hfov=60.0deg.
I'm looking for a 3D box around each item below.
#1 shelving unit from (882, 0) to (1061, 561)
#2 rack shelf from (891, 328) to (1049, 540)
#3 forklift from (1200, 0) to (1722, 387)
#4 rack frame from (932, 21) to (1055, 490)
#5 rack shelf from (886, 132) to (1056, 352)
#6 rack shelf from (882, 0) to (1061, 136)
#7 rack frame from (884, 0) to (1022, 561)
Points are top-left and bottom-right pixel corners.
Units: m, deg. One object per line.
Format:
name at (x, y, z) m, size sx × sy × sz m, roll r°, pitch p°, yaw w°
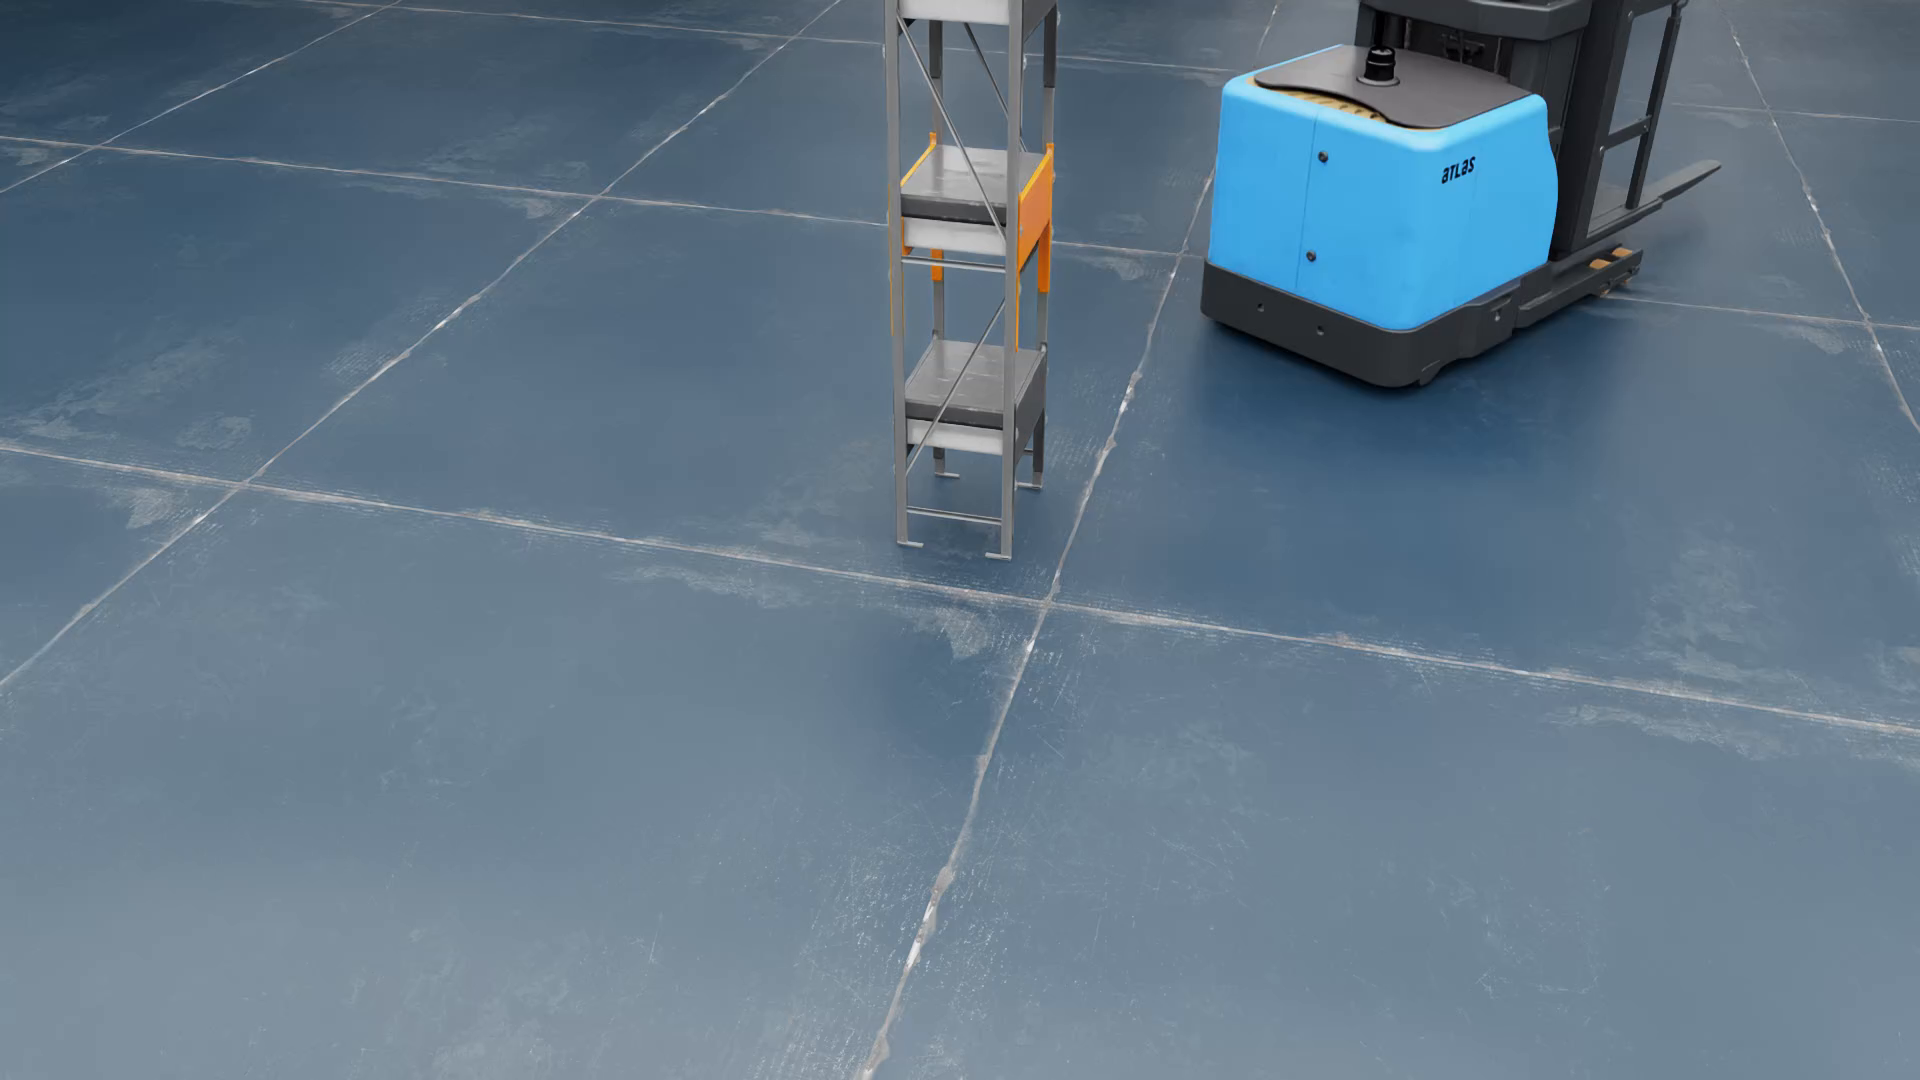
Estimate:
shelving unit at (0.042, -0.972, 5.322) m, size 0.431 × 2.100 × 0.503 m, roll 8°, pitch 33°, yaw 12°
rack shelf at (0.042, -0.370, 5.705) m, size 0.431 × 0.518 × 0.480 m, roll 8°, pitch 33°, yaw 12°
forklift at (2.462, -2.512, 6.969) m, size 3.031 × 2.935 × 1.130 m, roll -26°, pitch 41°, yaw -35°
rack frame at (0.104, -1.099, 5.521) m, size 0.400 × 2.100 × 0.015 m, roll 8°, pitch 33°, yaw 12°
rack shelf at (0.042, -0.960, 5.329) m, size 0.431 × 0.518 × 0.480 m, roll 8°, pitch 33°, yaw 12°
rack shelf at (0.042, -1.551, 4.954) m, size 0.431 × 0.518 × 0.480 m, roll 8°, pitch 33°, yaw 12°
rack frame at (-0.020, -0.845, 5.123) m, size 0.400 × 2.100 × 0.015 m, roll 8°, pitch 33°, yaw 12°
